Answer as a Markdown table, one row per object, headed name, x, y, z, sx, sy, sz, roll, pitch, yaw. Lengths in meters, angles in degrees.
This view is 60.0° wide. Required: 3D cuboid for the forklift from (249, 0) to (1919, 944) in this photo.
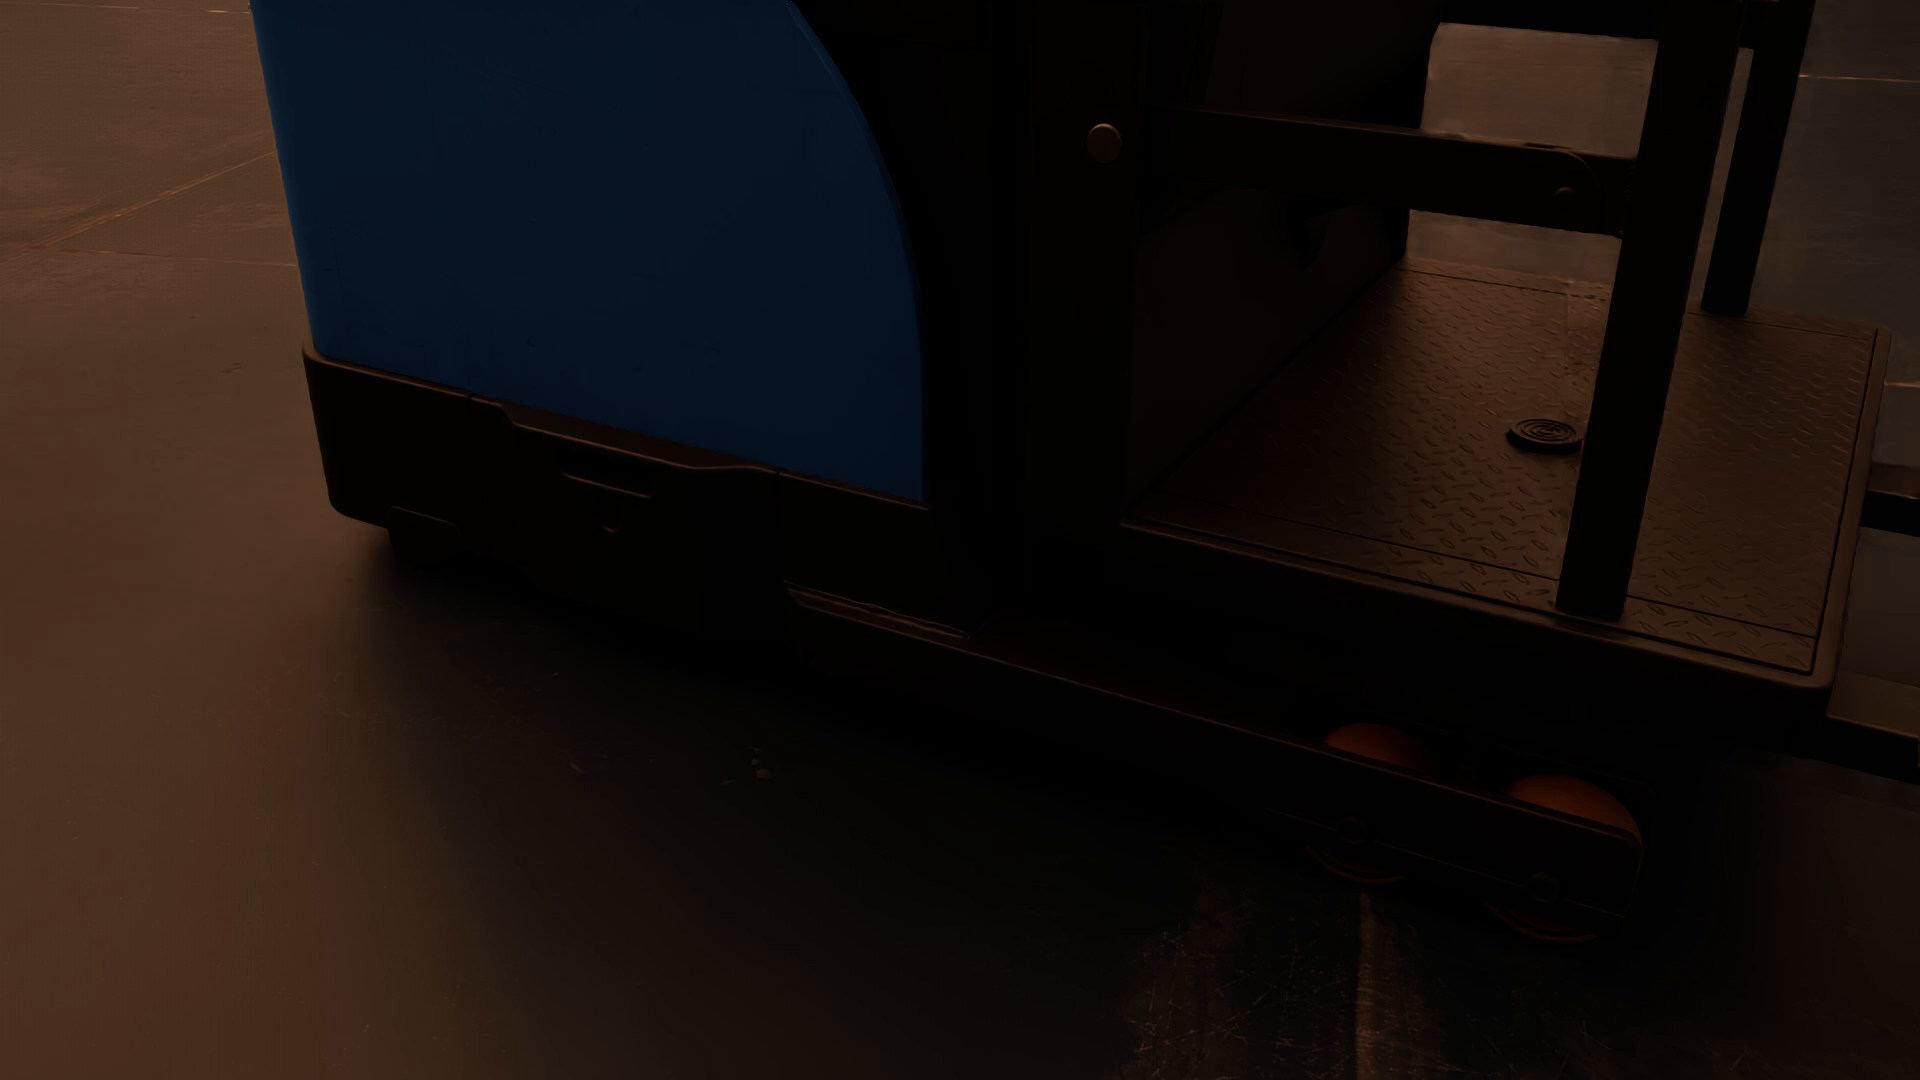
| name | x | y | z | sx | sy | sz | roll | pitch | yaw |
| --- | --- | --- | --- | --- | --- | --- | --- | --- | --- |
| forklift | 0.603 | -1.174 | 1.574 | 3.031 | 2.935 | 1.130 | 14 | 30 | 26 |
